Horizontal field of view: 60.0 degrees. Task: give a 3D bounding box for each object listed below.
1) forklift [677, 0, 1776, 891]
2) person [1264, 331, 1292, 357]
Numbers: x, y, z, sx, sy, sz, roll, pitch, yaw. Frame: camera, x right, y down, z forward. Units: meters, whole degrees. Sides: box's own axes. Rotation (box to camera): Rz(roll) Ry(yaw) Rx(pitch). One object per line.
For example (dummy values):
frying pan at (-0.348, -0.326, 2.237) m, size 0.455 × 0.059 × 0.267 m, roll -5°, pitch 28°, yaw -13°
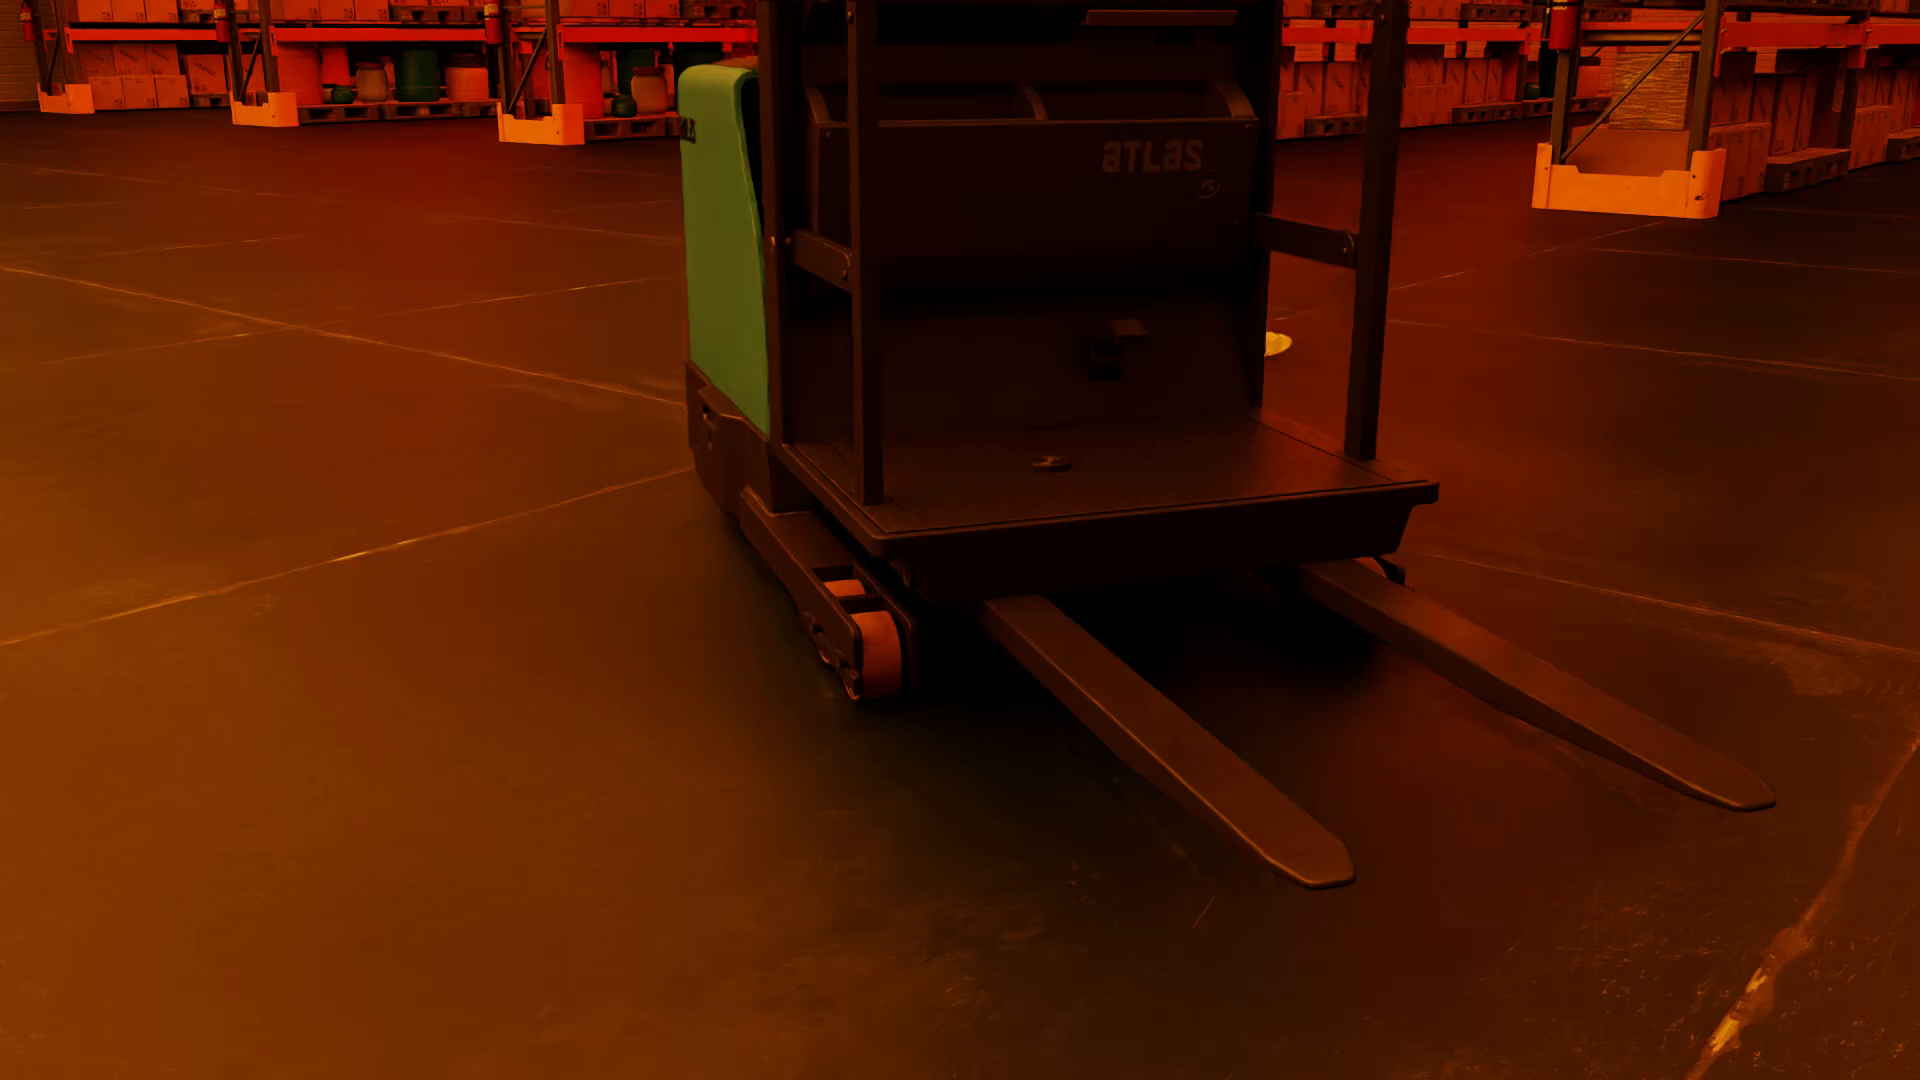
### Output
forklift at (0.221, -1.244, 2.994) m, size 1.130 × 2.935 × 3.031 m, roll -6°, pitch 18°, yaw -18°
person at (0.843, -1.517, 5.979) m, size 0.676 × 1.727 × 0.712 m, roll -5°, pitch 18°, yaw -17°
